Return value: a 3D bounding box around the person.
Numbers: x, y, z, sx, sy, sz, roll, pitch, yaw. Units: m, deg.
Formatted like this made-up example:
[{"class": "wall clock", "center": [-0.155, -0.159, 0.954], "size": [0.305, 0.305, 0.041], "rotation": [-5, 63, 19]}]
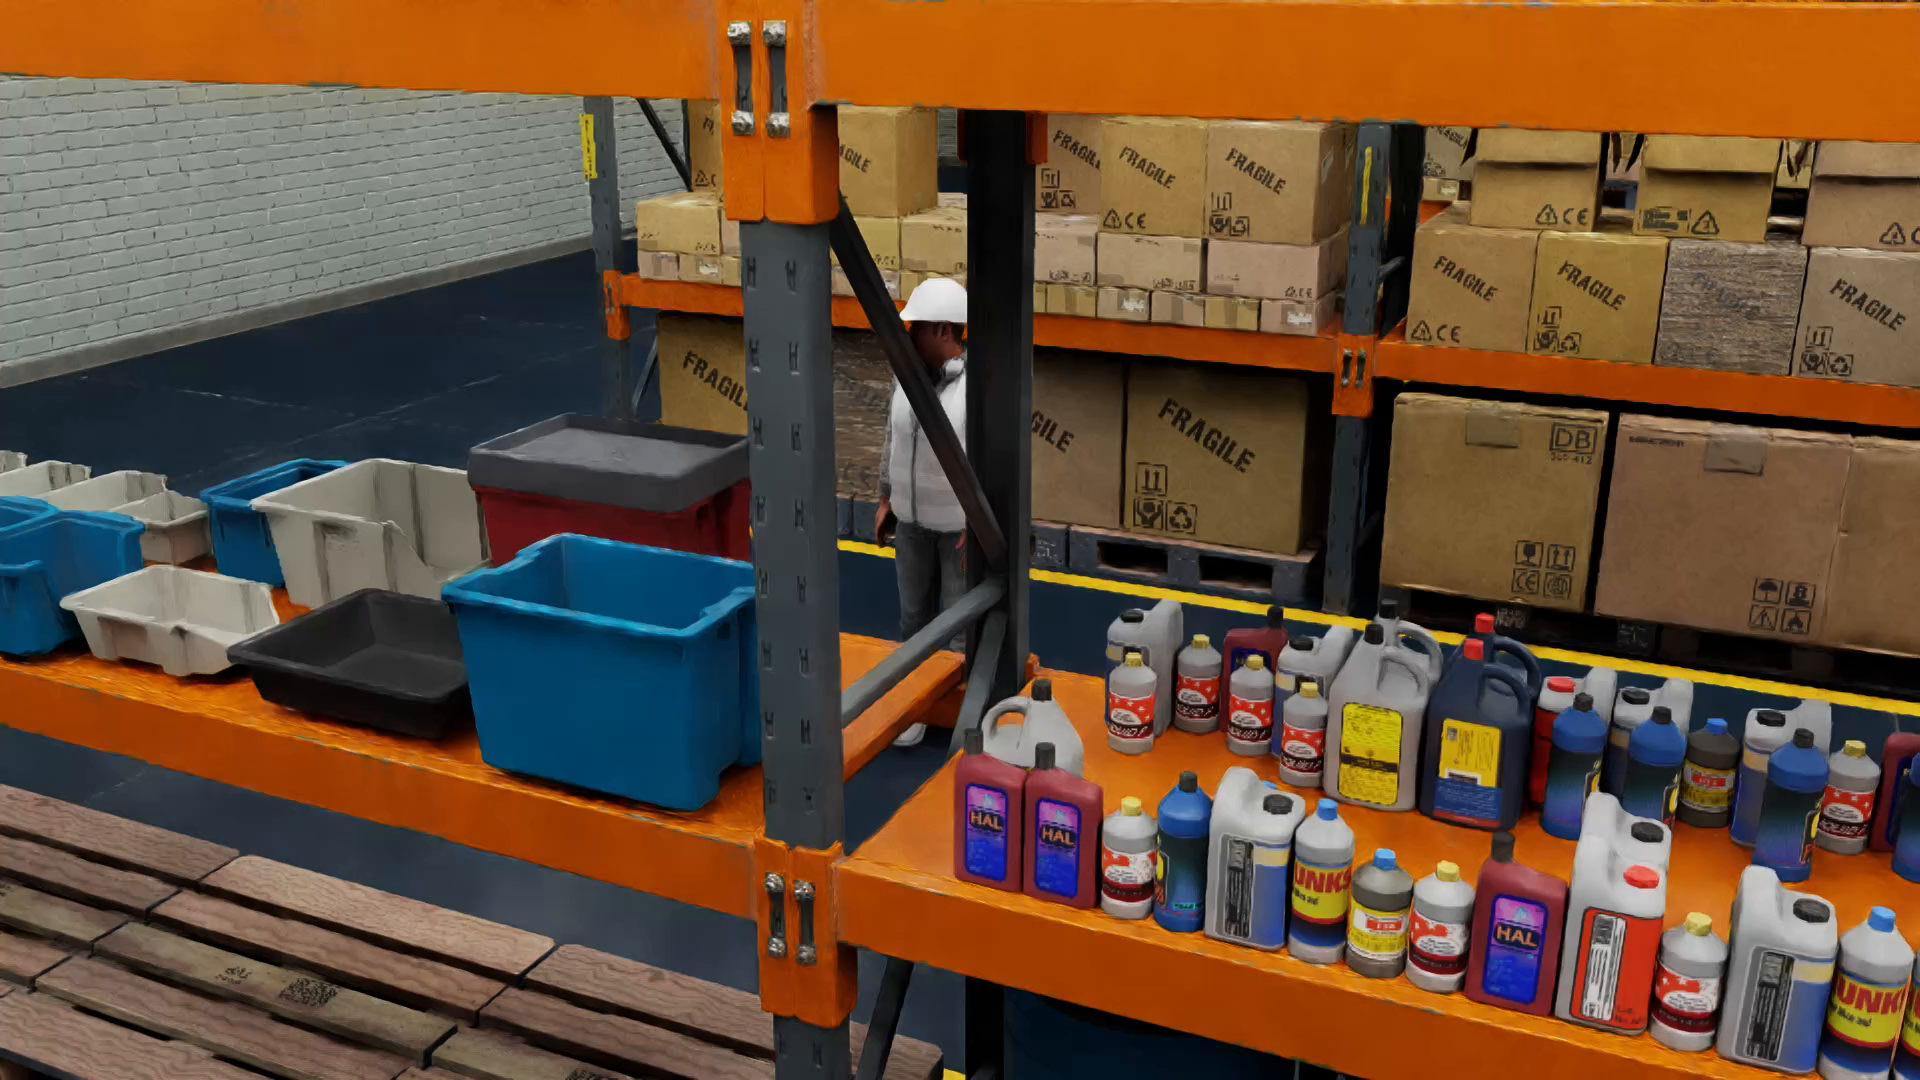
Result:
[{"class": "person", "center": [-0.077, -0.066, 6.200], "size": [0.587, 1.818, 0.415], "rotation": [15, 24, 37]}]
